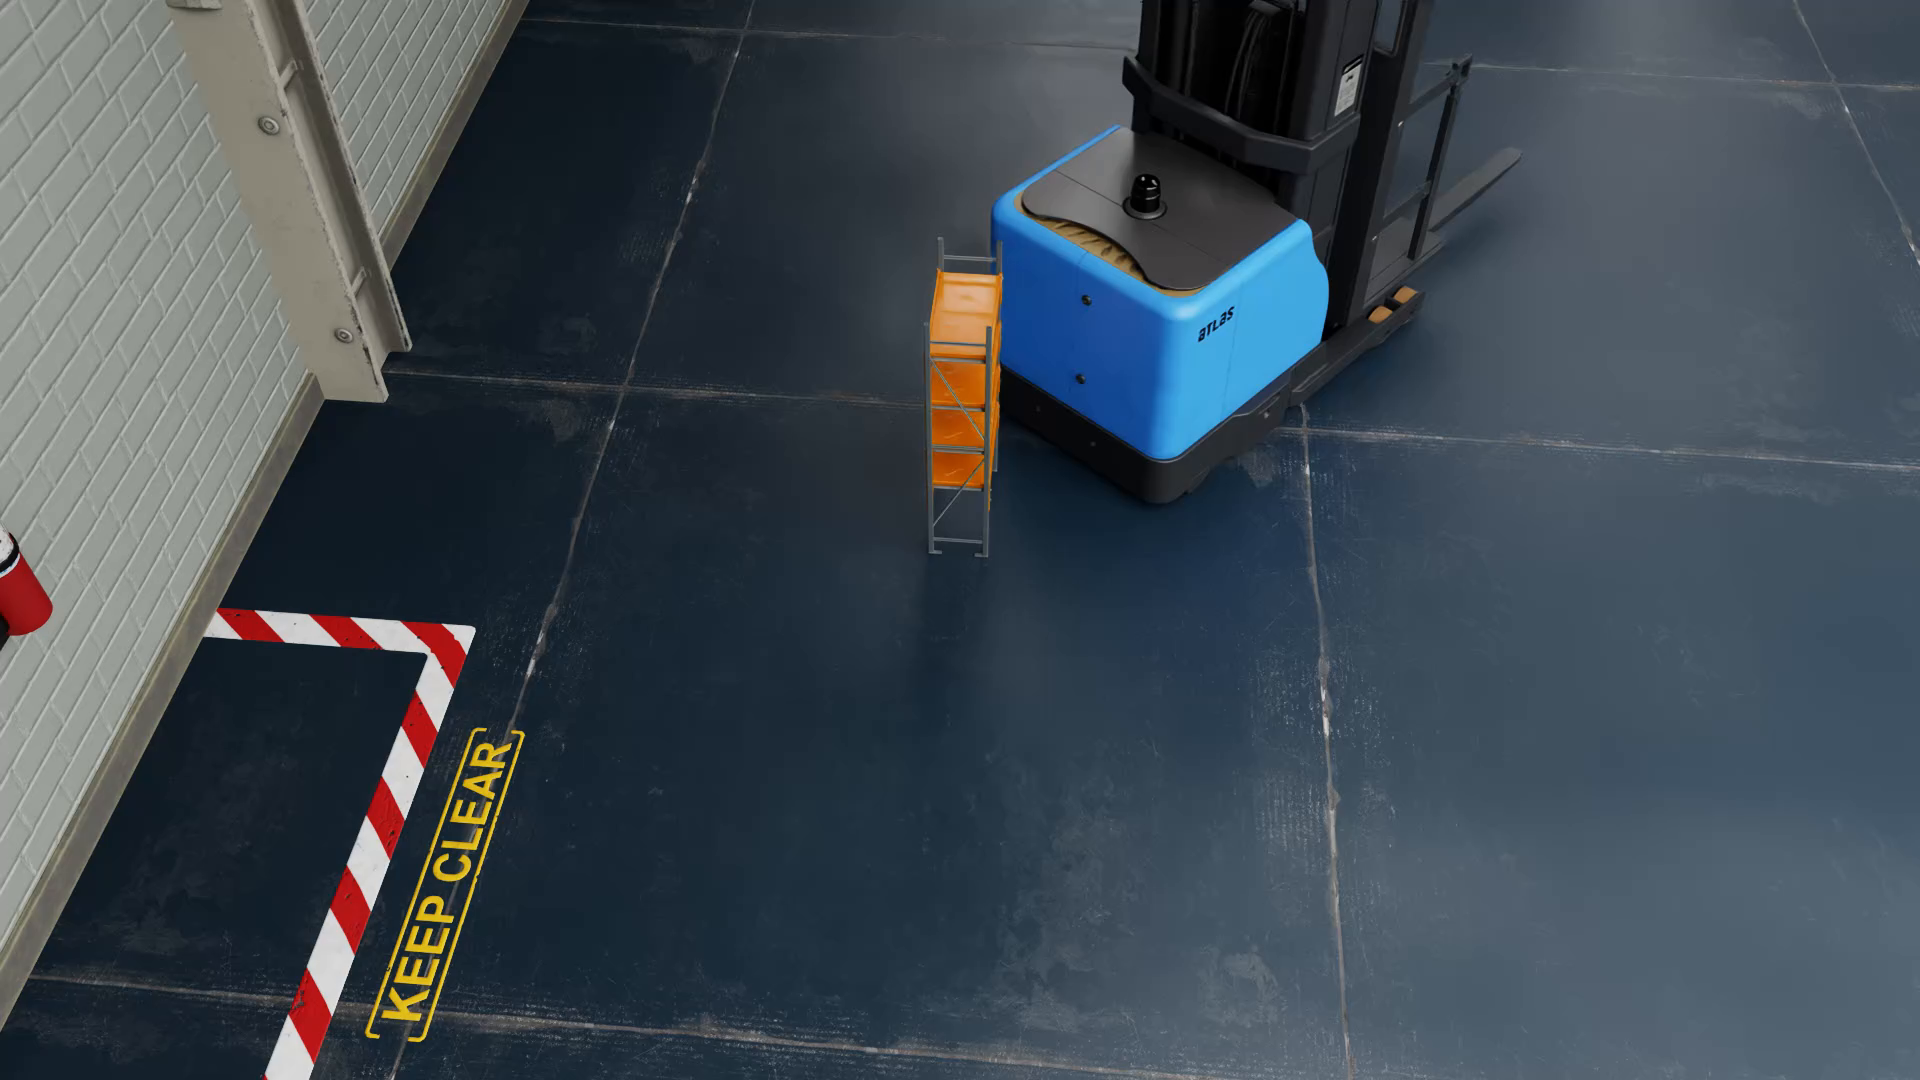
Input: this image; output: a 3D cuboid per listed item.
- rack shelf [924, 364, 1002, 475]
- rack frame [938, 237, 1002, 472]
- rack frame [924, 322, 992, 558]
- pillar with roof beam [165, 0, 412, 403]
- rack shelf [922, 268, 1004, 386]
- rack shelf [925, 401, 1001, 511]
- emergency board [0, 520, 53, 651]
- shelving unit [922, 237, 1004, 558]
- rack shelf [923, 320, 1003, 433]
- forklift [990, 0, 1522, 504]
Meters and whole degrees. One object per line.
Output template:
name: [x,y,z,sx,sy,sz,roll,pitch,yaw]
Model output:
rack shelf: [0.015,-0.481,6.494,0.258,0.148,0.480,4,48,4]
rack frame: [0.037,-0.706,6.608,0.240,1.200,0.015,4,48,4]
rack frame: [-0.007,-0.347,6.280,0.240,1.200,0.015,4,48,4]
pillar with roof beam: [1.616,-3.509,3.887,9.100,9.000,0.400,4,48,4]
rack shelf: [0.015,-0.792,6.154,0.258,0.148,0.480,4,48,4]
rack shelf: [0.015,-0.347,6.641,0.258,0.148,0.480,4,48,4]
emergency board: [-2.934,0.039,4.707,0.194,1.169,0.643,4,48,4]
shelving unit: [0.015,-0.527,6.444,0.258,1.200,0.503,4,48,4]
rack shelf: [0.015,-0.632,6.329,0.258,0.148,0.480,4,48,4]
forklift: [1.493,-2.128,6.736,1.130,2.935,3.031,36,57,28]
